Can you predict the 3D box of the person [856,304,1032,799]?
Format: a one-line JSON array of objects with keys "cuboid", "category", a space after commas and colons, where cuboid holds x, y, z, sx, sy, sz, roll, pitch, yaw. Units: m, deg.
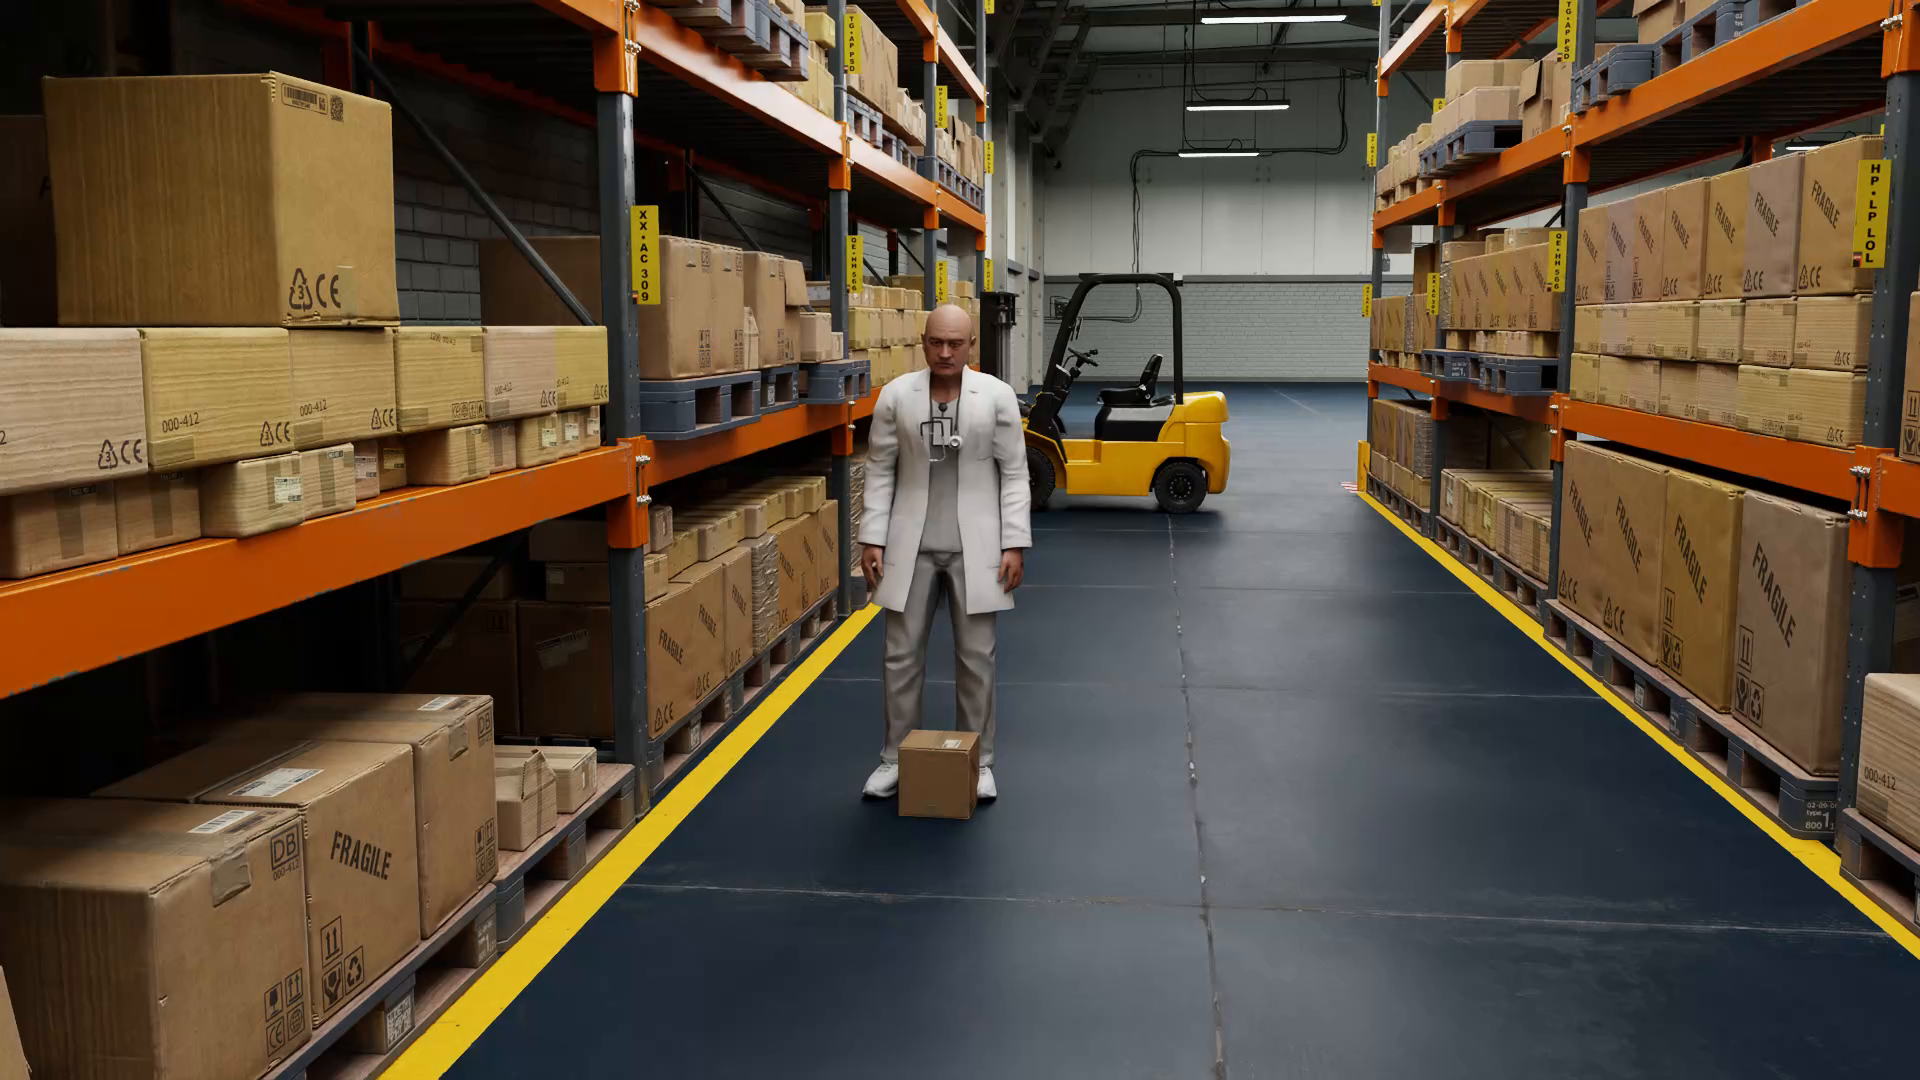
[{"cuboid": [-0.062, 0.040, 6.039, 0.636, 1.773, 0.426, 1, 7, 6], "category": "person"}]
